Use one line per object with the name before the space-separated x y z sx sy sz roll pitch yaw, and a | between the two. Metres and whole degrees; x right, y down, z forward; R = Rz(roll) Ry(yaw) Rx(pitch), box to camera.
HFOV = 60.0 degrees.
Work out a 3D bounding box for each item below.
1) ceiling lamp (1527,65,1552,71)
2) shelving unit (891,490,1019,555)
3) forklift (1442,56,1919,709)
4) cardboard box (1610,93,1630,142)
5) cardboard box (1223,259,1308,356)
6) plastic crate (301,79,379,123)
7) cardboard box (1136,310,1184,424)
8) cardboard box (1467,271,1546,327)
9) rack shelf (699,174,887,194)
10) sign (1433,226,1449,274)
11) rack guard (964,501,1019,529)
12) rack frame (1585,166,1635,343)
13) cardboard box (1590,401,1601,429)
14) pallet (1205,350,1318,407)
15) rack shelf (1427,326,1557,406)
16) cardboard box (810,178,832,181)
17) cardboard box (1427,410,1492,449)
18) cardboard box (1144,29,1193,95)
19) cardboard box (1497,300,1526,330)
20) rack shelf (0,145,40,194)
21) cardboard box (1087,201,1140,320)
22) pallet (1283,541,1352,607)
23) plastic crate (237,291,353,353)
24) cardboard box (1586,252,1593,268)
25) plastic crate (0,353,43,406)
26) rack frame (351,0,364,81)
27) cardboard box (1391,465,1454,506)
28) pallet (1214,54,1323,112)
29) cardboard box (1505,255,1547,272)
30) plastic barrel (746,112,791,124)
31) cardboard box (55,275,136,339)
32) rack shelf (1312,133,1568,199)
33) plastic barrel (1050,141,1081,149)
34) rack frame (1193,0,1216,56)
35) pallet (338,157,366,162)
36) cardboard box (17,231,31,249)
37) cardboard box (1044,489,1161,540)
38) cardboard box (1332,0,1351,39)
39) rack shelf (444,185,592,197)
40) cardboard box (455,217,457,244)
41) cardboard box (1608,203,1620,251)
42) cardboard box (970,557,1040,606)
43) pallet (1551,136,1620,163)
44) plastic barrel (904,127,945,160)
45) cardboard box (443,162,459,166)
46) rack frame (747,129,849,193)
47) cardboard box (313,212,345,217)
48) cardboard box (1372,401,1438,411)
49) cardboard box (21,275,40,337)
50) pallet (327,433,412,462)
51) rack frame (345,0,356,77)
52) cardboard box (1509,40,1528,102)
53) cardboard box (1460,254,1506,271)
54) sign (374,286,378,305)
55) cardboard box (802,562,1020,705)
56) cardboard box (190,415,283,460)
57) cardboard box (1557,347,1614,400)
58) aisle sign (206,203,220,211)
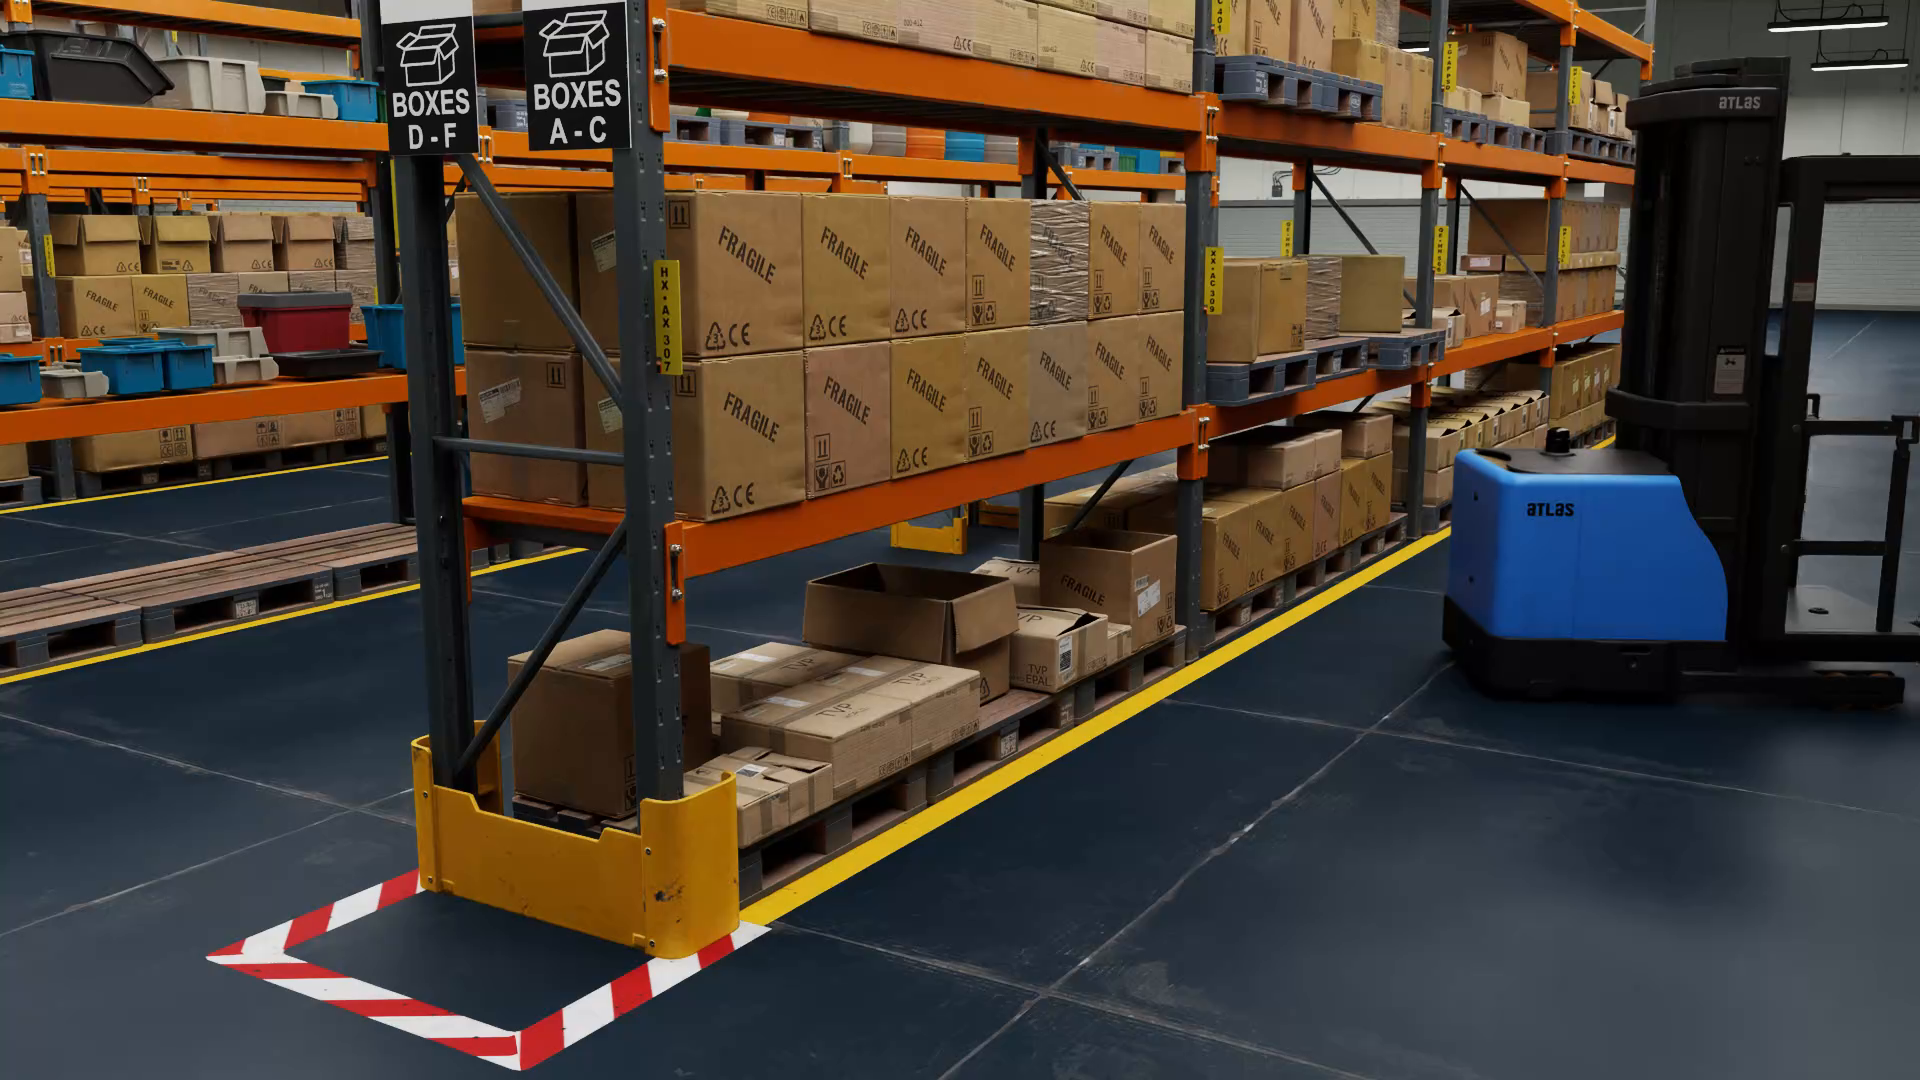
ceiling lamp | 14.669 -13.220 42.164 2.000 3.185 0.800 6 12 31
shelving unit | 0.040 -0.749 11.795 0.587 1.500 1.083 6 12 31
forklift | 4.013 -0.758 7.954 3.031 2.935 1.130 1 11 3
cardboard box | 6.699 -4.492 17.757 0.797 0.503 0.637 7 13 35
cardboard box | 1.511 -1.317 9.340 0.700 0.500 0.500 9 14 40
plastic crate | -3.660 -2.586 9.836 0.416 0.233 0.300 6 12 31
cardboard box | 0.731 -0.840 7.933 0.500 0.500 0.500 7 12 32
cardboard box | 5.149 -2.272 15.581 0.700 0.500 0.500 6 12 29
rack shelf | -2.502 -4.535 21.743 1.077 0.370 4.000 6 12 31
sign | 3.316 -2.003 11.486 0.100 0.325 0.005 6 12 31
rack guard | 0.298 -0.213 12.328 0.587 0.250 0.087 6 12 31
rack frame | 7.001 -2.781 18.574 1.000 3.000 0.127 6 12 31
cardboard box | 6.207 -1.287 16.921 0.500 0.250 0.500 6 12 31
pallet | 1.279 -0.915 9.127 1.003 0.211 1.213 6 12 31
rack shelf | 3.886 -1.484 13.600 1.077 0.370 4.000 6 12 31
cardboard box | -2.027 -4.870 21.989 0.500 0.250 0.500 7 13 32
cardboard box | 3.903 -0.872 13.180 0.500 0.311 0.500 6 12 29
cardboard box | 0.746 -2.193 7.687 0.500 0.250 0.500 6 12 31
cardboard box | 4.706 -1.997 14.792 0.500 0.250 0.500 7 13 34
rack shelf | -8.732 -2.647 11.662 1.077 0.370 4.000 6 12 31
cardboard box | 0.466 -1.250 7.404 0.500 0.500 0.500 6 12 30
pallet | 1.794 0.152 10.482 1.003 0.211 1.213 6 12 31
plastic crate | -4.138 -1.312 10.391 0.402 0.464 0.583 6 12 31
cardboard box | 6.162 -2.827 16.783 0.380 0.149 0.250 6 12 30
plastic crate | -4.786 -0.797 8.267 0.416 0.233 0.300 6 12 31
rack frame | -5.617 -5.419 16.360 1.000 3.000 0.127 6 12 31
cardboard box | 3.371 -0.432 12.358 0.500 0.250 0.500 6 12 30
pallet | 1.170 -2.372 8.747 1.213 0.211 1.003 6 12 31
cardboard box | 5.230 -2.544 15.272 0.380 0.149 0.250 6 12 31
plastic barrel | -1.681 -3.800 13.555 0.600 0.830 0.708 6 12 31
cardboard box | -7.241 -1.939 13.802 0.500 0.500 0.500 6 12 31
rack shelf | 3.886 -2.959 13.324 1.077 0.370 4.000 6 12 31
plastic barrel | 1.084 -4.411 17.682 0.421 0.512 0.421 0 11 0
rack frame | 0.771 -3.843 7.942 1.000 3.000 0.127 6 12 31
pallet | -5.906 -3.746 16.086 1.213 0.211 1.003 7 13 33
cardboard box | -13.121 -4.034 23.045 0.500 0.500 0.500 7 12 32
cardboard box | 0.782 0.013 9.244 0.500 0.500 0.500 6 12 30
cardboard box | 2.086 -3.310 10.256 0.500 0.500 0.500 6 12 31
rack shelf | -6.688 -5.024 24.359 1.077 0.370 4.000 6 12 31
cardboard box | -7.320 -4.346 23.589 0.875 0.550 0.550 6 12 31
cardboard box | 6.720 -3.388 18.016 0.700 0.500 0.500 6 12 31
cardboard box | 0.368 0.257 8.458 0.500 0.311 0.500 6 12 31
pallet | 5.979 -3.911 16.697 1.003 0.211 1.213 6 12 31
plastic barrel | -0.432 -3.894 15.198 0.600 0.830 0.708 6 12 31
cardboard box | -5.155 -3.921 16.915 0.500 0.250 0.500 7 12 32
rack frame | -1.384 -1.997 14.385 1.000 3.000 0.127 6 12 31
cardboard box | -10.458 -5.092 27.119 0.700 0.500 0.500 6 12 30
cardboard box | 3.700 -1.000 13.865 0.500 0.311 0.500 7 13 32
cardboard box | -7.684 -1.990 14.075 0.500 0.500 0.500 6 12 31
pallet | -6.091 -0.983 16.545 1.003 0.211 1.213 6 12 31
rack frame | -9.933 -7.624 28.138 1.000 3.000 0.127 6 12 31
cardboard box | 4.570 -4.035 14.346 0.500 0.500 0.500 7 12 31
cardboard box | 4.883 -2.584 15.483 0.380 0.149 0.250 6 12 31
sign | -3.930 -1.557 11.281 0.100 0.325 0.005 6 12 31
cardboard box | -0.200 0.413 7.102 0.797 0.503 0.637 6 12 31
cardboard box | -6.915 -1.246 15.008 1.225 0.875 0.875 6 12 29
cardboard box | 6.470 -1.734 17.270 0.500 0.500 0.500 6 12 31
aisle sign | -13.892 -6.409 30.886 0.394 0.787 0.004 6 12 31
